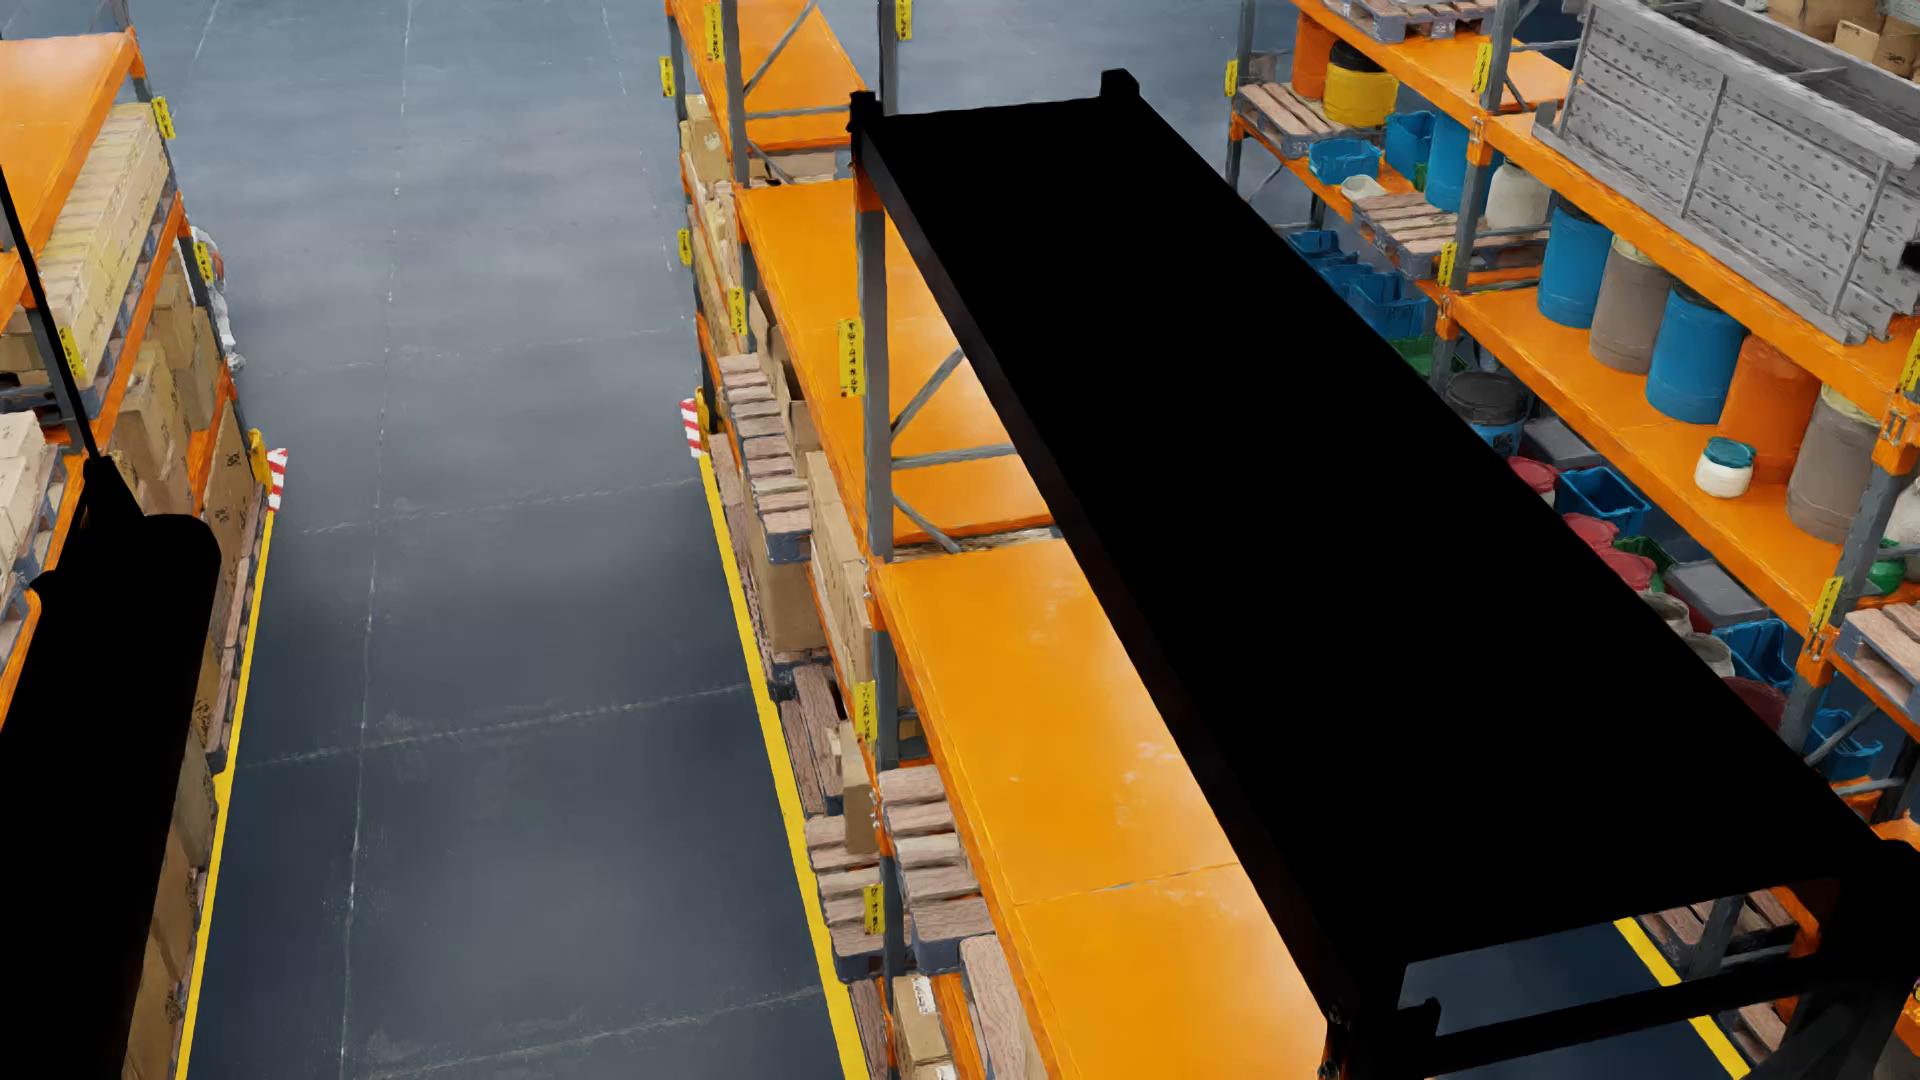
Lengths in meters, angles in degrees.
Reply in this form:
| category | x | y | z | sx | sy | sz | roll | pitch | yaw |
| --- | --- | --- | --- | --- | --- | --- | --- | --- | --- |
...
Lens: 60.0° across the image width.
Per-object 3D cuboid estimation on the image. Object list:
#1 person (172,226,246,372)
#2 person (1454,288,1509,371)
| category | x | y | z | sx | sy | sz | roll | pitch | yaw |
| --- | --- | --- | --- | --- | --- | --- | --- | --- | --- |
| person | -7.447 | -2.455 | 16.153 | 0.677 | 1.742 | 0.547 | -9 | 35 | -13 |
| person | 4.841 | -2.112 | 15.667 | 0.577 | 1.687 | 1.121 | -7 | 35 | -9 |
